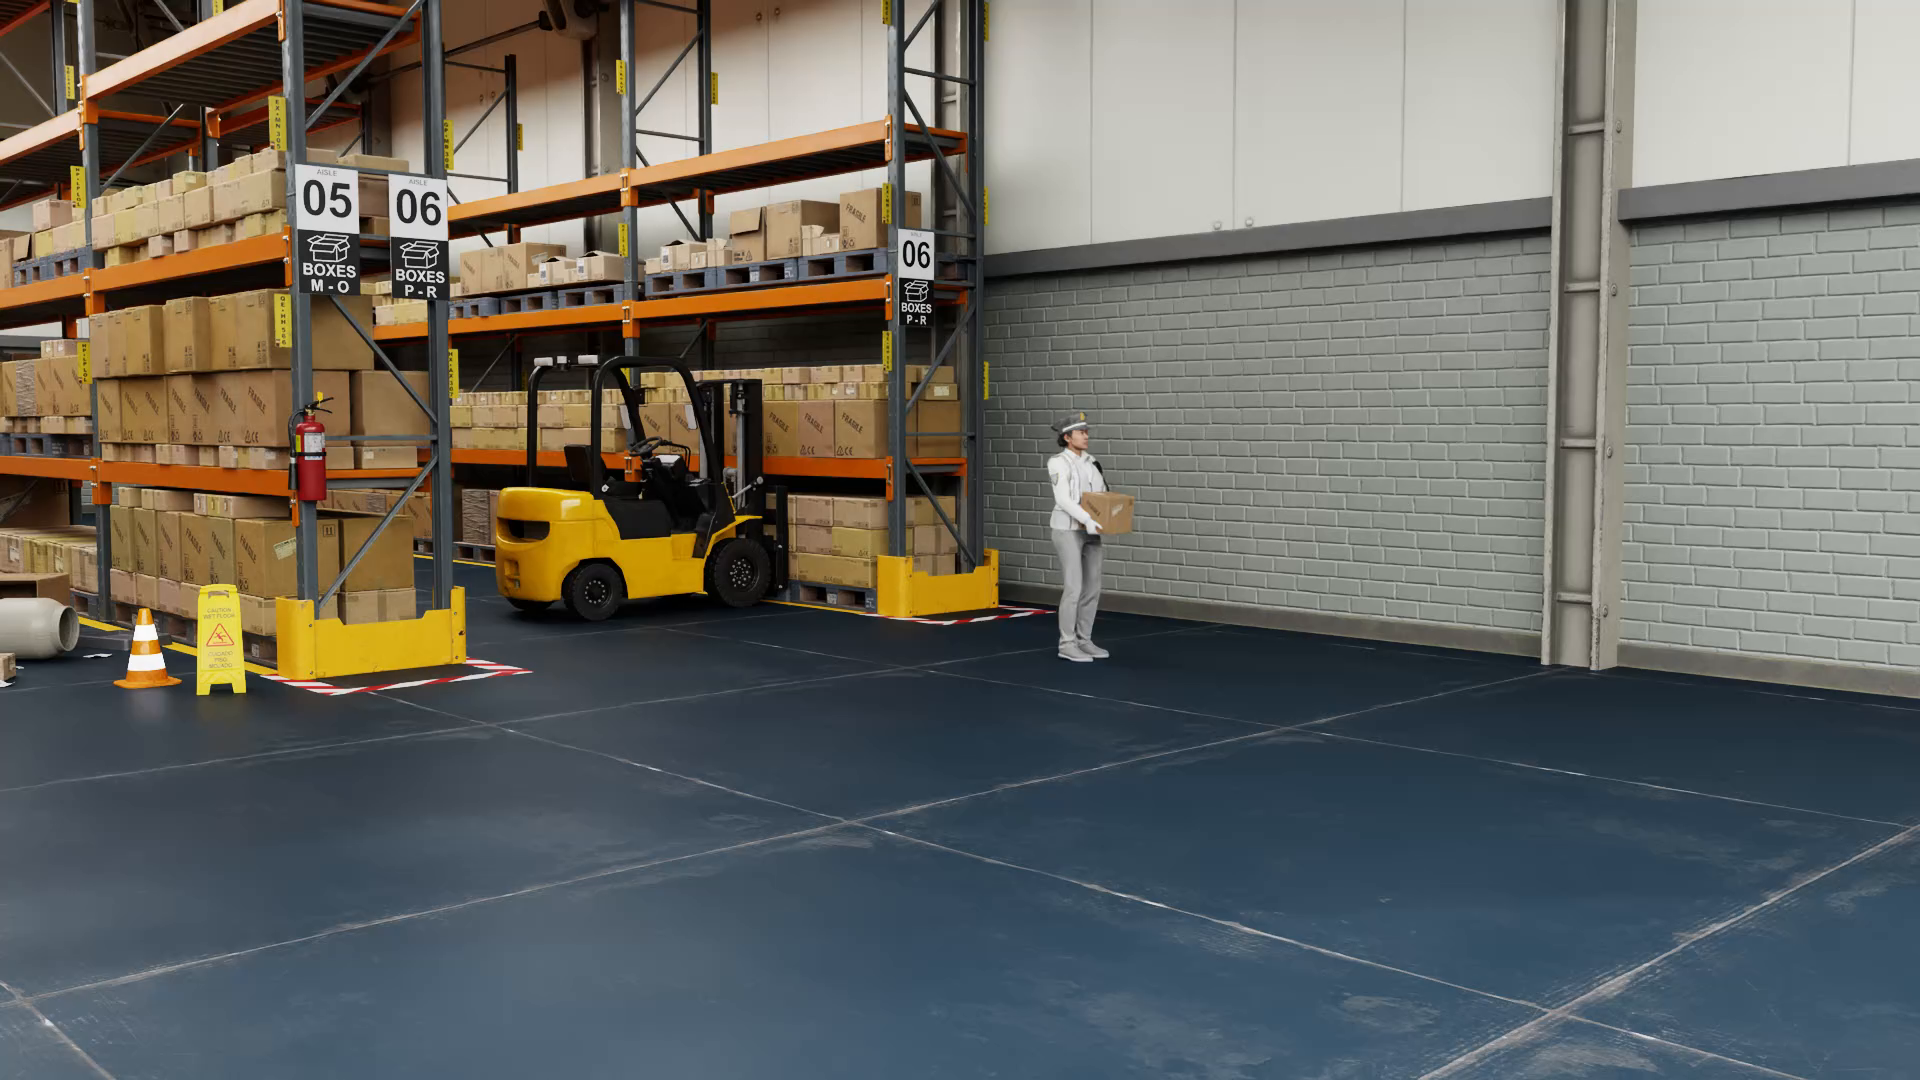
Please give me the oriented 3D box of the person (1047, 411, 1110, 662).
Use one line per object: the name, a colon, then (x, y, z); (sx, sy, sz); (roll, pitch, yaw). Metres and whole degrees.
person: (0.849, -0.028, 11.290); (0.459, 1.687, 0.556); (-4, 5, -43)
